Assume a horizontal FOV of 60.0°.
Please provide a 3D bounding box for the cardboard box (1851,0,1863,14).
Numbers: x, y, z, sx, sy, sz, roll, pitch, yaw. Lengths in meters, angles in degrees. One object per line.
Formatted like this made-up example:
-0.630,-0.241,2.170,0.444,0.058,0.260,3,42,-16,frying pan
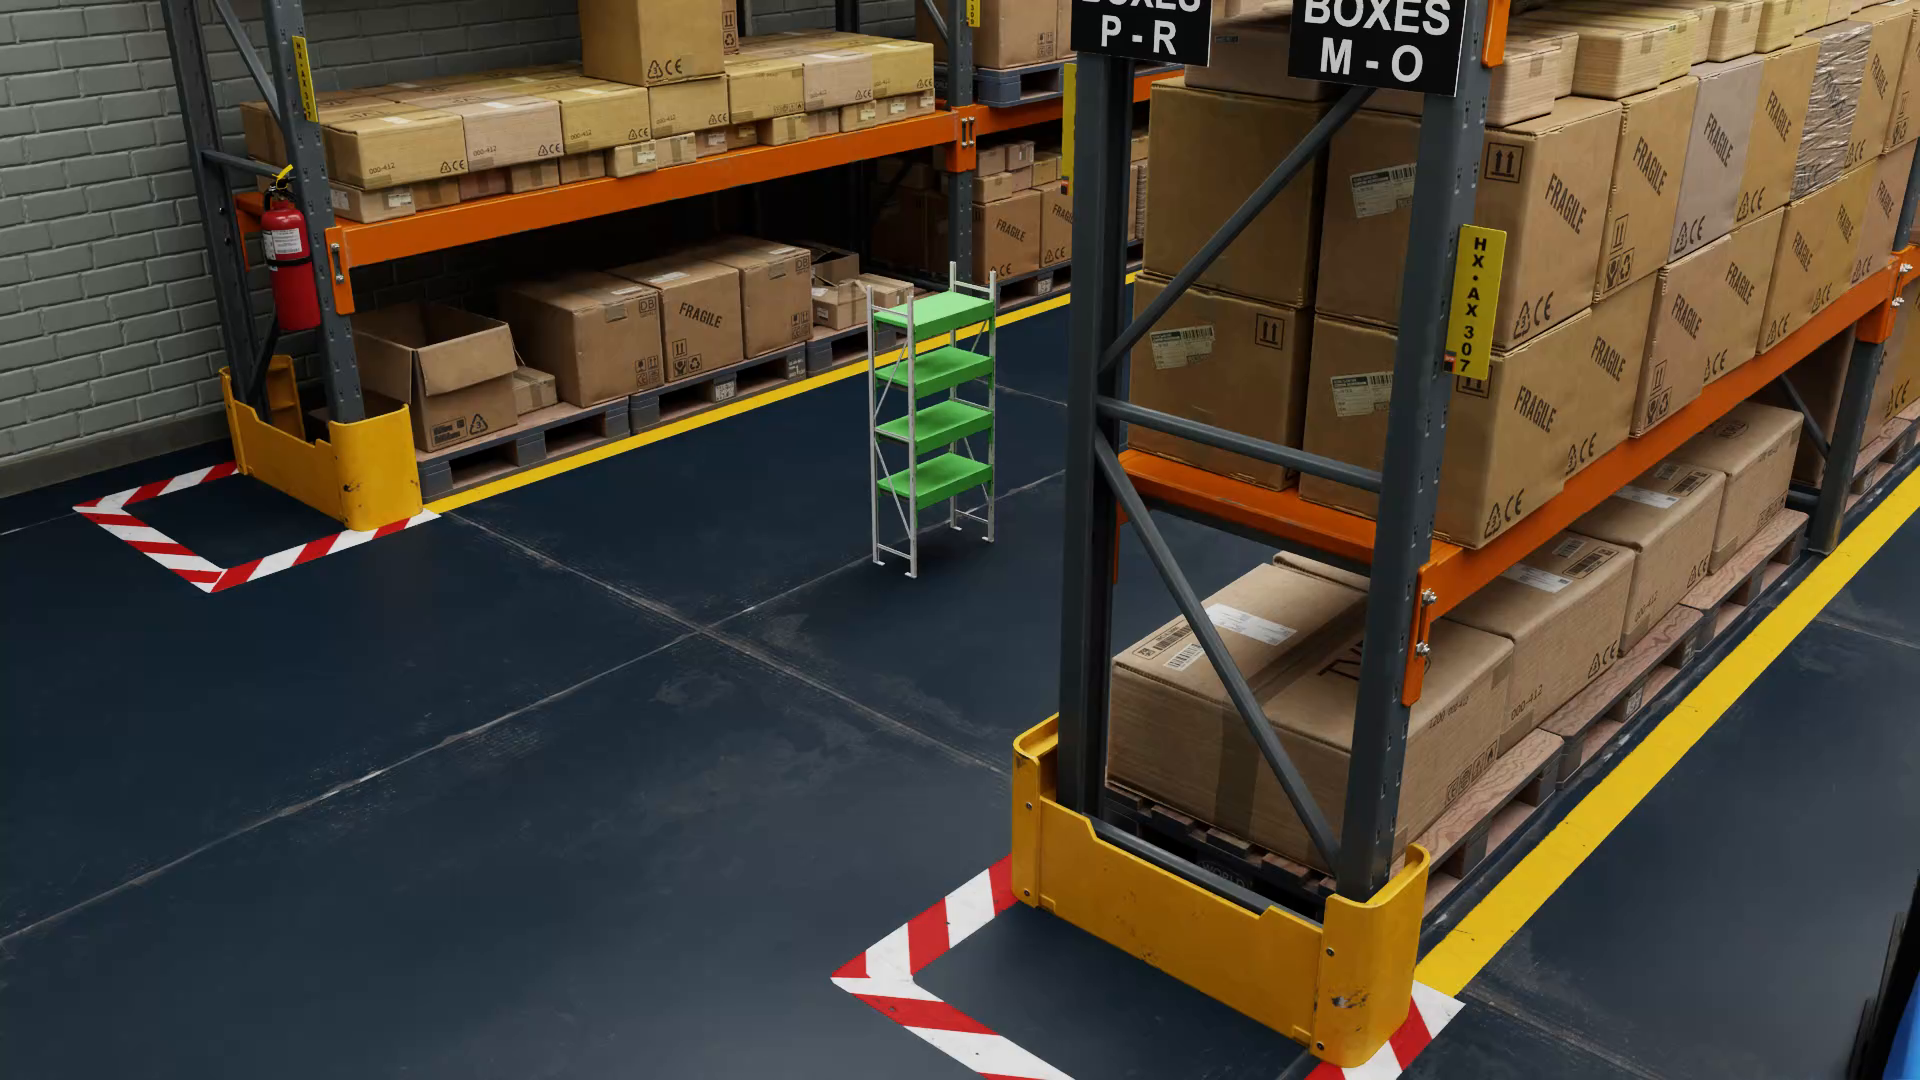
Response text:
2.806,-1.858,5.591,0.380,0.149,0.250,20,31,37,cardboard box

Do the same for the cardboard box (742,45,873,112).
-0.820,-2.490,8.958,0.500,0.250,0.500,20,31,38,cardboard box

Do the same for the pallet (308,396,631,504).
-2.426,-0.577,8.278,1.003,0.211,1.213,20,31,38,pallet

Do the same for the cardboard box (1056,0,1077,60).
0.497,-3.283,10.270,0.700,0.500,0.500,21,31,38,cardboard box

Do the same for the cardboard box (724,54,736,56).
-1.546,-2.480,8.935,0.500,0.250,0.500,21,32,39,cardboard box

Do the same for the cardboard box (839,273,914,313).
-0.492,-1.442,9.772,0.380,0.149,0.250,19,30,36,cardboard box

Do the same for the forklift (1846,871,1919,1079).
2.597,0.222,3.173,1.130,2.935,3.031,15,28,30,forklift

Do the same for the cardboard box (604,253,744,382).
-1.503,-1.178,8.753,0.500,0.500,0.500,21,31,38,cardboard box

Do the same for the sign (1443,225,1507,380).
1.100,-0.506,3.558,0.100,0.325,0.005,20,31,38,sign

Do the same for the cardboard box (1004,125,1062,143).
0.525,-2.745,11.456,0.380,0.149,0.250,21,31,38,cardboard box

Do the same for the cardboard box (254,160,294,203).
-2.987,-1.642,7.554,0.380,0.149,0.250,20,31,37,cardboard box

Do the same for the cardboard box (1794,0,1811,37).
2.339,-1.613,5.045,0.380,0.149,0.250,20,31,38,cardboard box

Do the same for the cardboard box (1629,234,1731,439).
1.895,-0.654,4.920,0.500,0.500,0.500,20,31,37,cardboard box

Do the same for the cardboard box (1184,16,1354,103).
0.781,-1.191,4.102,0.380,0.149,0.250,21,31,38,cardboard box

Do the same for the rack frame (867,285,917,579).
-0.273,-0.423,6.726,0.240,1.200,0.015,20,31,38,rack frame

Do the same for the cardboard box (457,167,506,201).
-2.300,-1.673,7.622,0.380,0.149,0.250,20,31,37,cardboard box

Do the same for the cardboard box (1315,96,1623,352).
1.223,-0.799,4.021,0.500,0.500,0.500,19,31,36,cardboard box

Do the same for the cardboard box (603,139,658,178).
-1.688,-1.872,8.067,0.380,0.149,0.250,19,30,36,cardboard box

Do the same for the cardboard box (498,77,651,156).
-1.833,-2.024,7.917,0.500,0.250,0.500,19,31,37,cardboard box

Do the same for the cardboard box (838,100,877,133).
-0.676,-2.350,9.131,0.380,0.149,0.250,21,32,39,cardboard box

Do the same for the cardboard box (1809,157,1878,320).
2.902,-1.124,5.967,0.500,0.500,0.500,19,31,36,cardboard box

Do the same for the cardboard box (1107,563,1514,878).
1.057,0.520,5.041,0.875,0.438,0.875,19,30,36,cardboard box

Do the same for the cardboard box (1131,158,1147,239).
1.187,-2.411,11.502,0.500,0.500,0.500,19,30,36,cardboard box

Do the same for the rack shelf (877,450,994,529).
-0.110,-0.220,7.016,0.258,0.148,0.480,20,31,38,rack shelf

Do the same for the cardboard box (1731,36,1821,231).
2.233,-1.270,5.071,0.500,0.500,0.500,20,31,38,cardboard box

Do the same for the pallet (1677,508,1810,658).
2.795,0.035,6.913,1.003,0.211,1.213,20,31,38,pallet

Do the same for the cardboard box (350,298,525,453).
-2.529,-0.796,7.897,0.797,0.503,0.637,19,30,36,cardboard box

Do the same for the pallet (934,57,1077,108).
0.276,-2.928,10.348,1.003,0.211,1.213,20,31,38,pallet

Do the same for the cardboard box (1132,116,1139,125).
1.059,-2.972,11.961,0.380,0.149,0.250,19,31,36,cardboard box

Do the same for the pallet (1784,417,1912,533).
3.819,-0.431,7.952,1.003,0.211,1.213,20,31,38,pallet

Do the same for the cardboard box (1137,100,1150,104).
1.554,-3.220,12.514,0.380,0.149,0.250,21,32,39,cardboard box

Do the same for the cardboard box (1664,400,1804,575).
2.861,-0.308,6.889,0.875,0.438,0.875,20,31,37,cardboard box

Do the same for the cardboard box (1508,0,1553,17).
1.468,-1.502,4.796,0.380,0.149,0.250,20,31,37,cardboard box

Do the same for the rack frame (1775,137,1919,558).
3.360,-1.447,6.812,1.000,3.000,0.127,20,31,38,rack frame

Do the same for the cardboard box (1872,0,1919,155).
3.251,-1.730,6.098,0.500,0.500,0.500,20,31,37,cardboard box

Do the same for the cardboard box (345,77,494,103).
-2.554,-2.020,7.908,0.500,0.250,0.500,20,31,38,cardboard box

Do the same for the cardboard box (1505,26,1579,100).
1.256,-1.158,4.030,0.380,0.149,0.250,21,32,39,cardboard box

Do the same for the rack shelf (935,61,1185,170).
0.996,-3.083,11.338,1.077,0.370,4.000,20,31,38,rack shelf

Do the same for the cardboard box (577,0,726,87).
-1.504,-2.514,8.094,0.500,0.500,0.500,21,32,39,cardboard box

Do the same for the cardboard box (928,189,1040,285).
0.152,-1.939,10.449,0.500,0.500,0.500,22,32,40,cardboard box

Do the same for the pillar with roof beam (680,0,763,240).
1.732,-4.397,6.059,9.100,9.000,0.400,20,31,38,pillar with roof beam

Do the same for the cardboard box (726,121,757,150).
-1.277,-2.144,8.672,0.380,0.149,0.250,21,31,38,cardboard box

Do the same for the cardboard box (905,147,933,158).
-0.136,-2.421,10.733,0.380,0.149,0.250,20,31,38,cardboard box

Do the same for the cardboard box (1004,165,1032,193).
0.226,-2.291,10.442,0.380,0.149,0.250,19,30,36,cardboard box

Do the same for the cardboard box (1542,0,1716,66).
1.813,-1.386,4.537,0.380,0.149,0.250,21,31,38,cardboard box

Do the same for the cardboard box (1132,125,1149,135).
1.284,-2.751,11.469,0.380,0.149,0.250,18,30,35,cardboard box

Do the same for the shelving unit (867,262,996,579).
-0.110,-0.497,6.892,0.258,1.200,0.503,20,31,38,shelving unit

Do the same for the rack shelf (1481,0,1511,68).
2.026,-1.878,4.986,1.077,0.370,4.000,20,31,38,rack shelf

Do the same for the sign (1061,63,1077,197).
0.296,-1.017,4.148,0.100,0.325,0.005,20,31,38,sign

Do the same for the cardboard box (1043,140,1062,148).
0.757,-2.525,10.965,0.380,0.149,0.250,20,31,37,cardboard box
